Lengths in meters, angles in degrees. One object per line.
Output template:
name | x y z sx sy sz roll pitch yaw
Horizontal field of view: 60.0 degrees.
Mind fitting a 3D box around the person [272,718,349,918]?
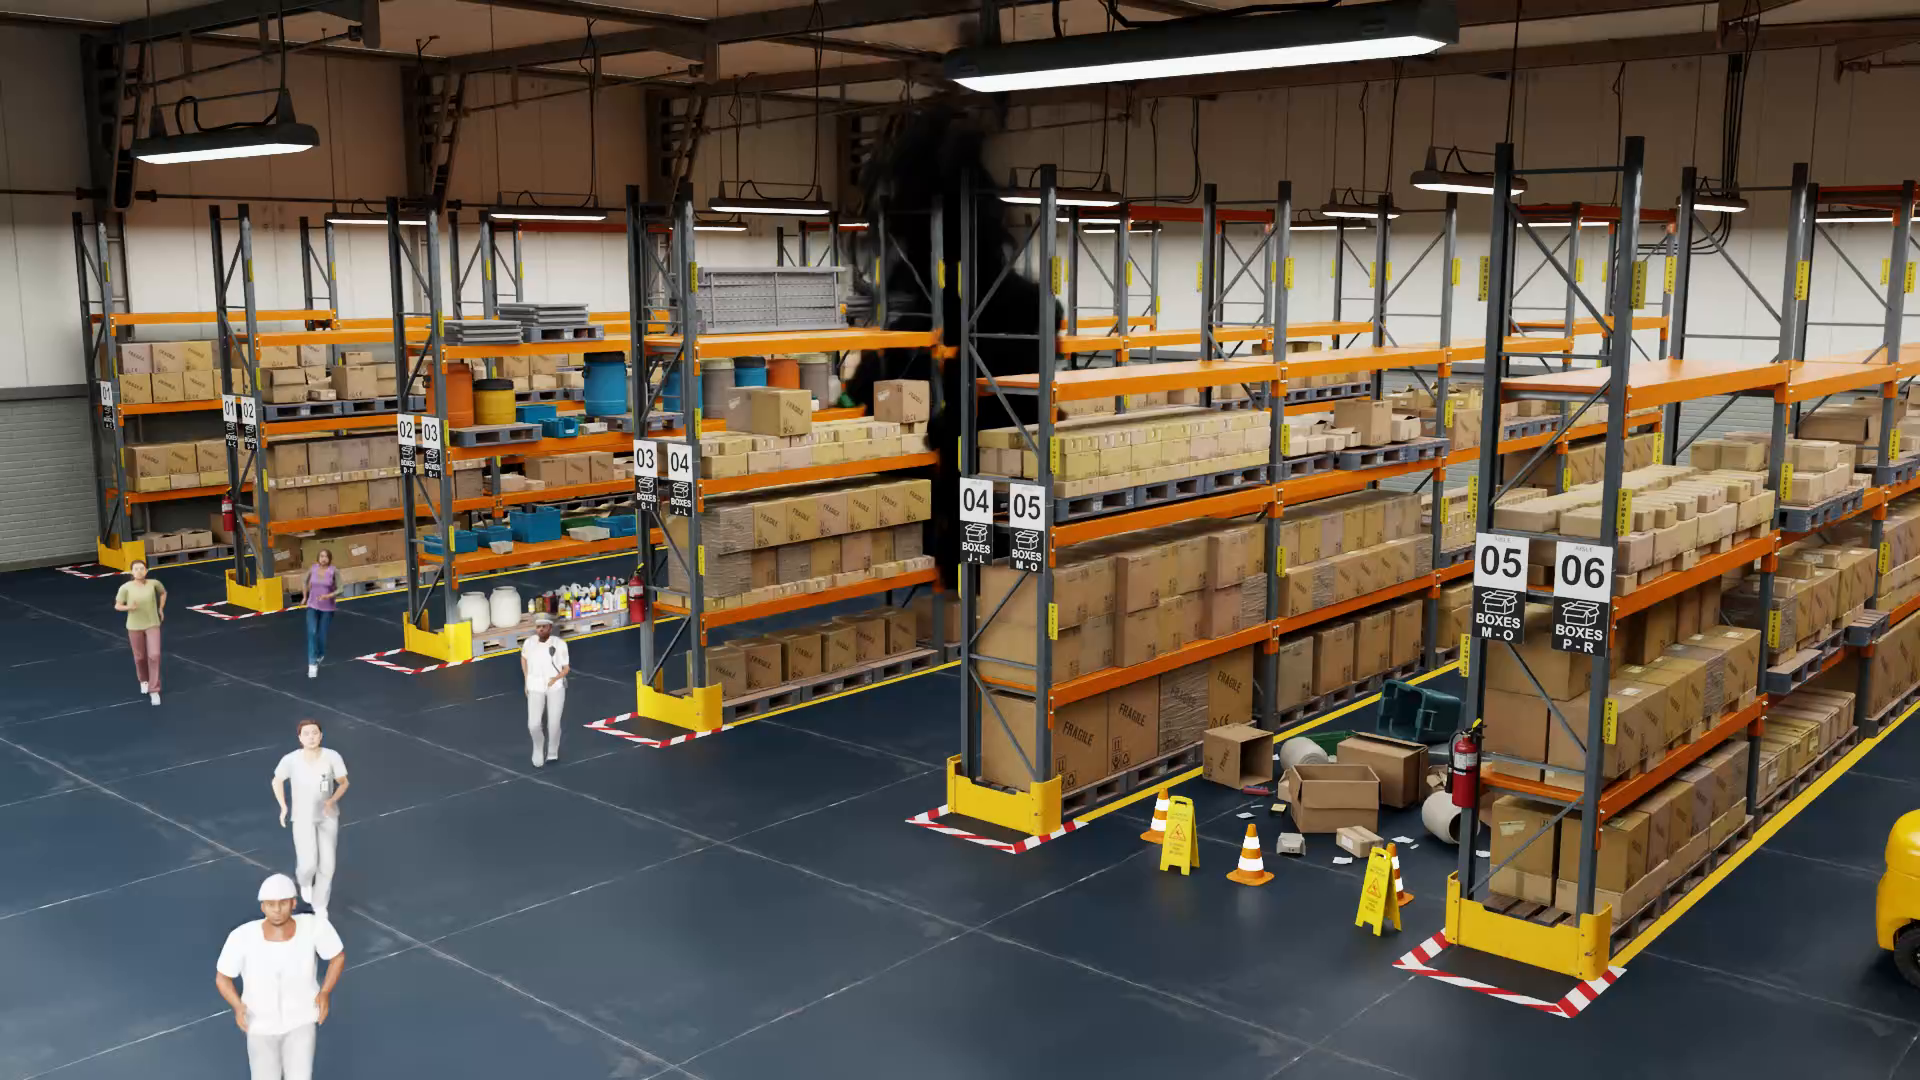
person | -5.097 2.208 13.125 0.559 1.627 0.557 -5 11 -26

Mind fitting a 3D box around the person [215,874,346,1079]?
person | -3.879 2.745 9.553 0.697 1.743 0.768 -4 10 -22

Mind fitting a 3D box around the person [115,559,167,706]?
person | -9.670 1.057 19.695 0.570 1.682 0.881 -5 11 -27

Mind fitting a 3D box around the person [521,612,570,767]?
person | -4.256 1.523 17.075 0.505 1.631 0.744 -1 10 -9

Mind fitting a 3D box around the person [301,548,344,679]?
person | -8.090 0.889 21.117 0.533 1.587 0.782 -2 10 -14
